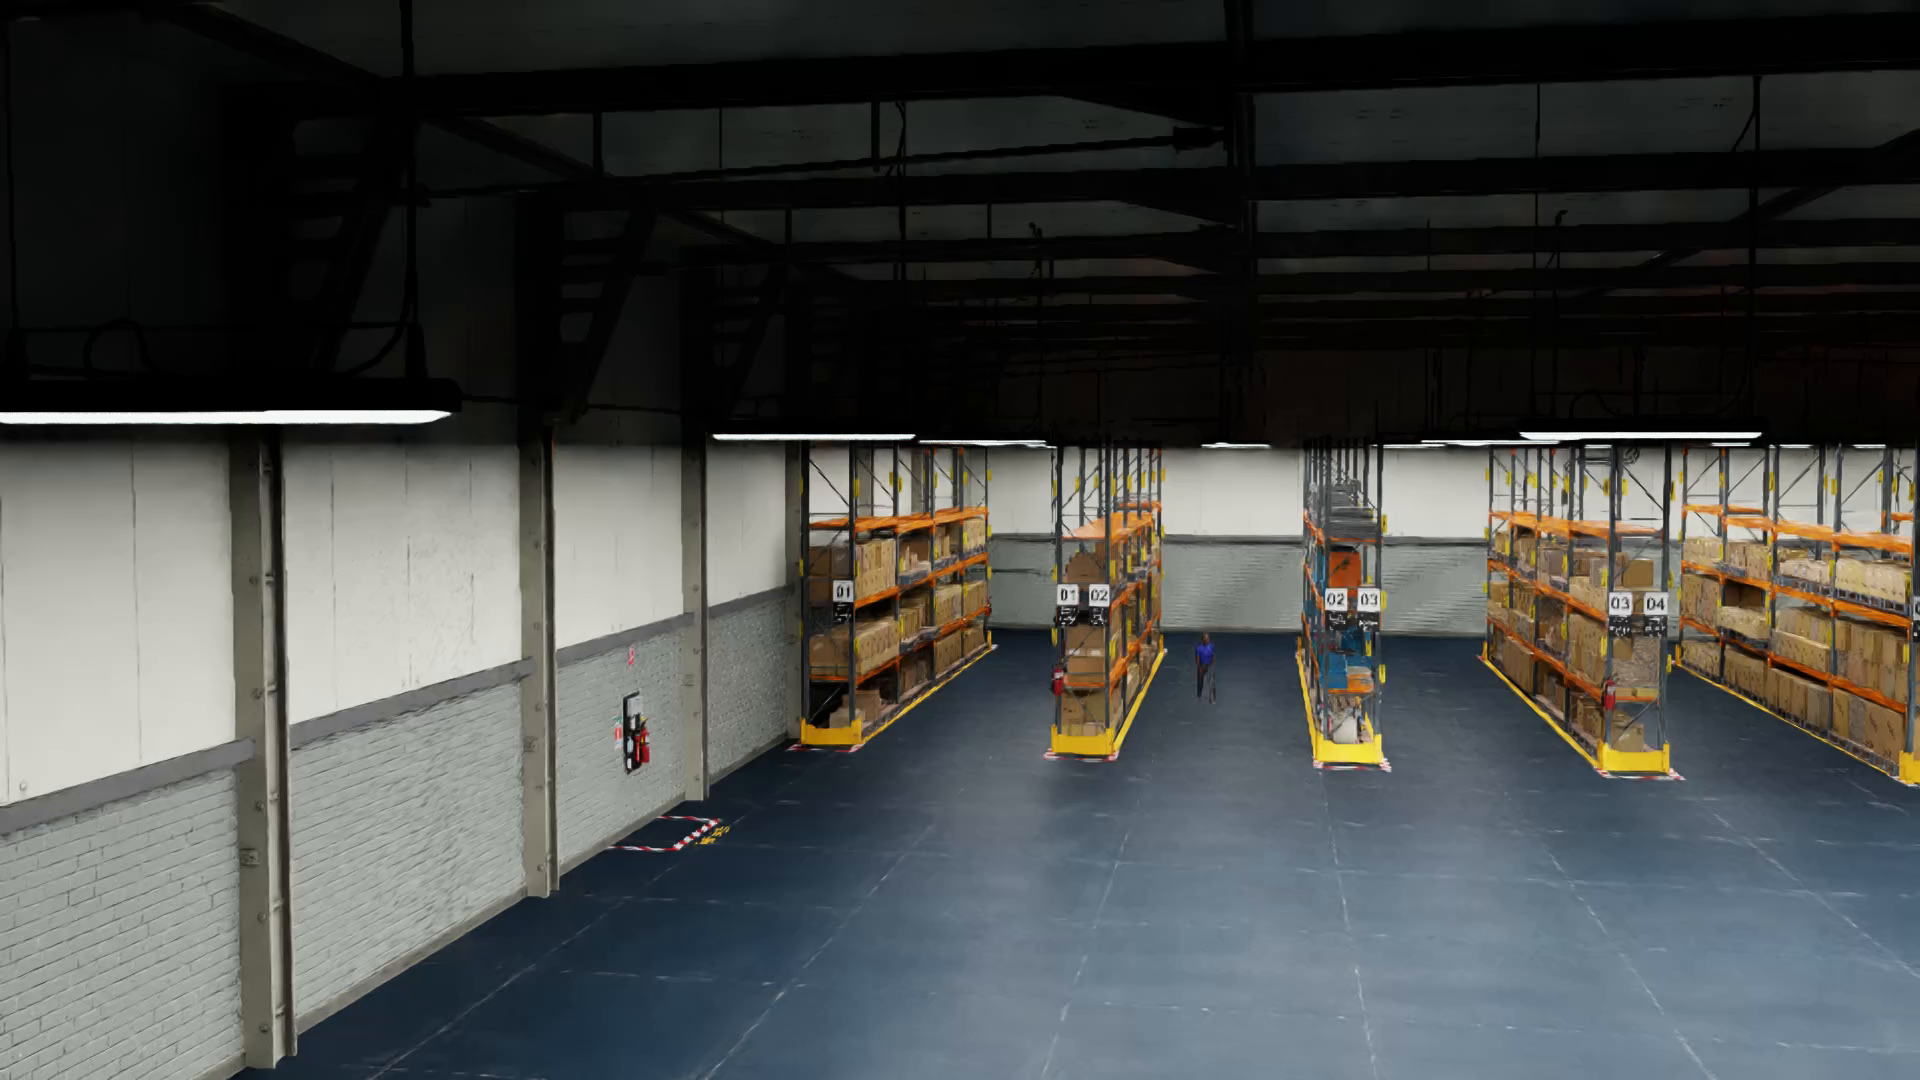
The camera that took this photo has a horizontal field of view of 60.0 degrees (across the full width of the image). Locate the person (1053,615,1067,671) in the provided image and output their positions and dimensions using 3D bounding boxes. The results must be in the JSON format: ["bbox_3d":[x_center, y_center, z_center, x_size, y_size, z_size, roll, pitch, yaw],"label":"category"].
[{"bbox_3d":[2.638,2.533,42.767,0.444,1.725,0.581,-1,3,-21],"label":"person"}]

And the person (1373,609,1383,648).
[{"bbox_3d":[11.902,2.344,48.056,0.625,1.581,0.510,0,3,8],"label":"person"}]

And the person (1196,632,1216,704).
[{"bbox_3d":[5.543,2.879,37.612,0.443,1.587,0.997,0,3,2],"label":"person"}]
